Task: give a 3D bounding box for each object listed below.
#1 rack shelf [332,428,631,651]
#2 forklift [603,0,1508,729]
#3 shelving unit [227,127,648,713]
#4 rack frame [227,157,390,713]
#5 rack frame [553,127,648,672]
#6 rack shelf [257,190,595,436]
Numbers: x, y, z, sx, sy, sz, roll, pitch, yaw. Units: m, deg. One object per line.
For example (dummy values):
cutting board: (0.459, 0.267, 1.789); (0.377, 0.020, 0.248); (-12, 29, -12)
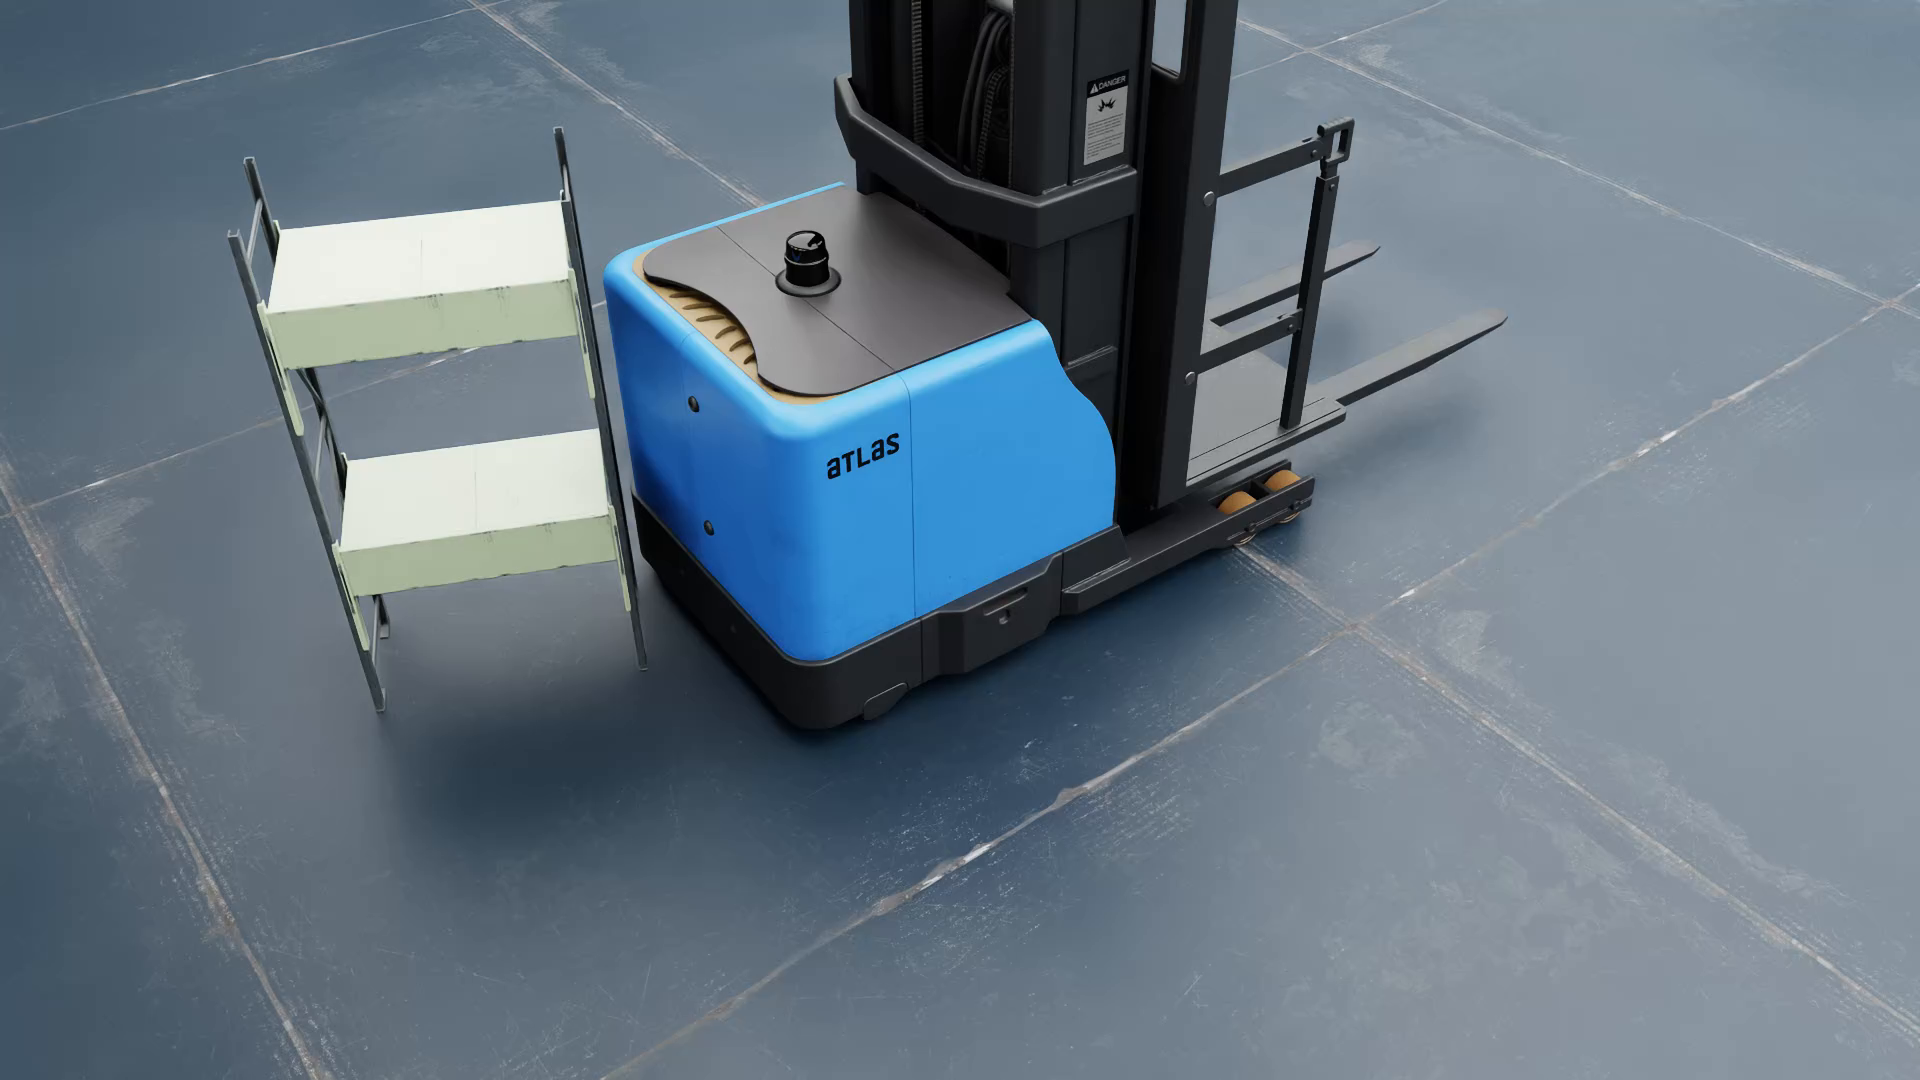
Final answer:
rack shelf: (-1.312, -0.020, 4.606); (0.720, 0.370, 0.431); (-8, 40, -10)
forklift: (0.512, -1.366, 4.604); (3.031, 2.935, 1.130); (-24, 45, -27)
shelving unit: (-1.312, -0.272, 4.400); (0.755, 1.500, 0.431); (-8, 40, -10)
rack frame: (-1.669, -0.220, 4.336); (0.023, 1.500, 0.400); (-8, 40, -10)
rack frame: (-0.955, -0.325, 4.463); (0.023, 1.500, 0.400); (-8, 40, -10)
rack shelf: (-1.312, -0.574, 4.152); (0.720, 0.370, 0.431); (-8, 40, -10)
